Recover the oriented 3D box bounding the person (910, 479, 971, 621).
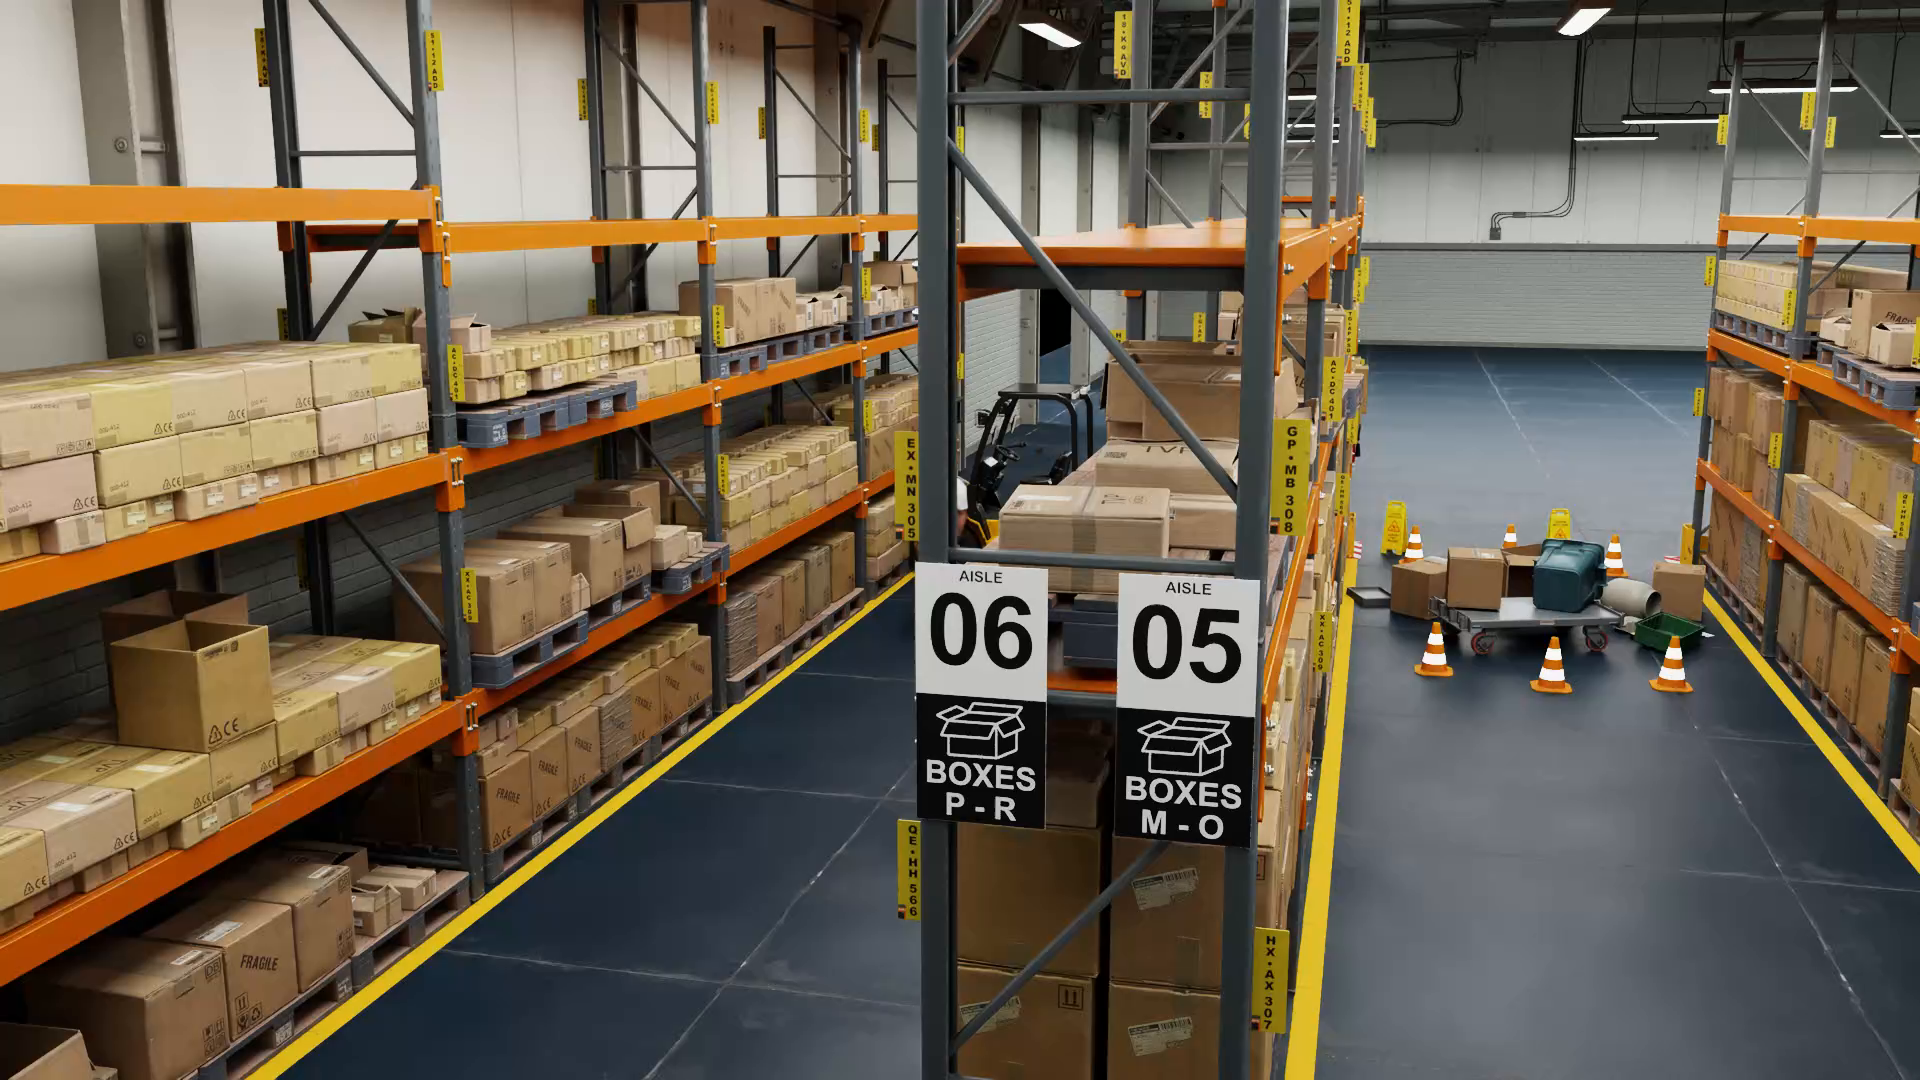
[{"bbox_3d":[-0.204,-0.027,17.045,0.627,1.755,0.463,3,12,13],"label":"person"}]
